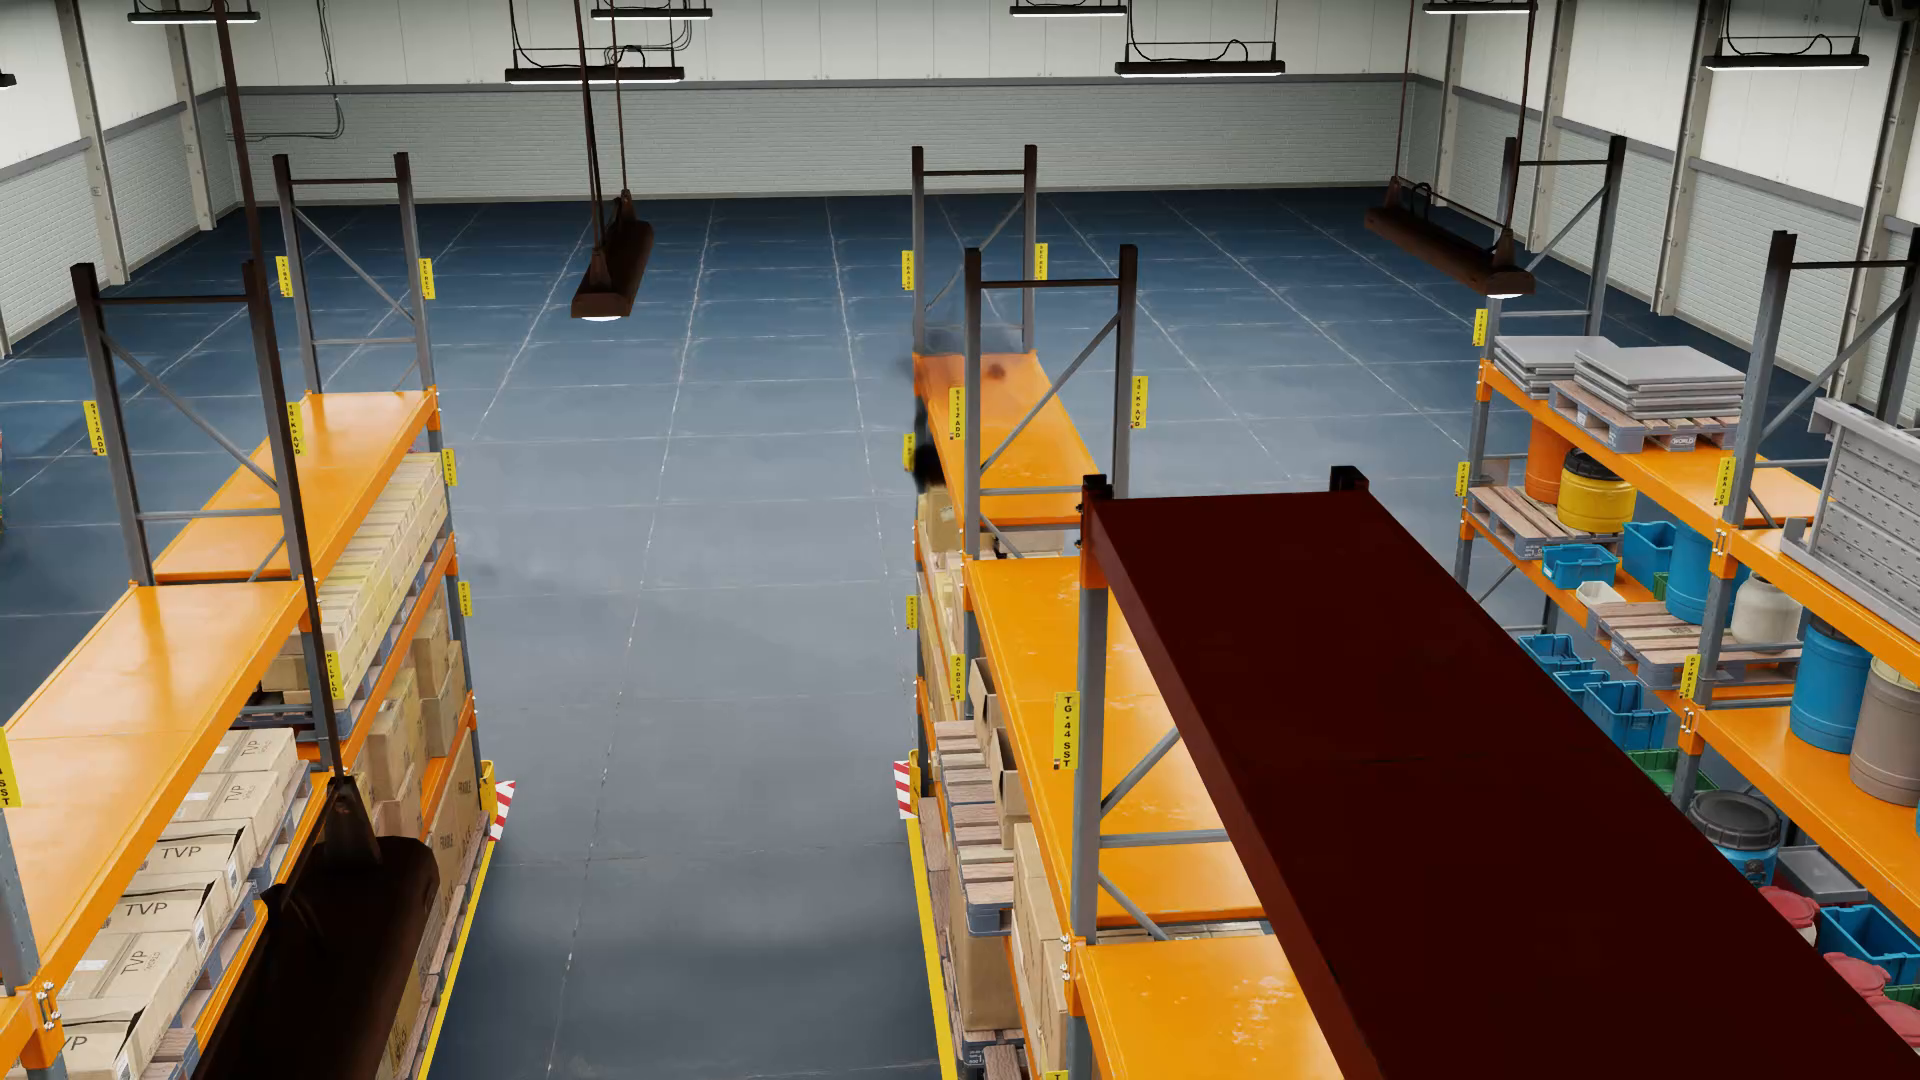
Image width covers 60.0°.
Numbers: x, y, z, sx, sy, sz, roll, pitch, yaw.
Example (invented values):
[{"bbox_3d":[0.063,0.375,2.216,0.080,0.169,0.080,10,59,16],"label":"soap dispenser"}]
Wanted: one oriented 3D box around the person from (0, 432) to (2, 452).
[{"bbox_3d":[-12.881,-1.024,21.781,0.640,1.824,0.814,-17,27,-36],"label":"person"}]
